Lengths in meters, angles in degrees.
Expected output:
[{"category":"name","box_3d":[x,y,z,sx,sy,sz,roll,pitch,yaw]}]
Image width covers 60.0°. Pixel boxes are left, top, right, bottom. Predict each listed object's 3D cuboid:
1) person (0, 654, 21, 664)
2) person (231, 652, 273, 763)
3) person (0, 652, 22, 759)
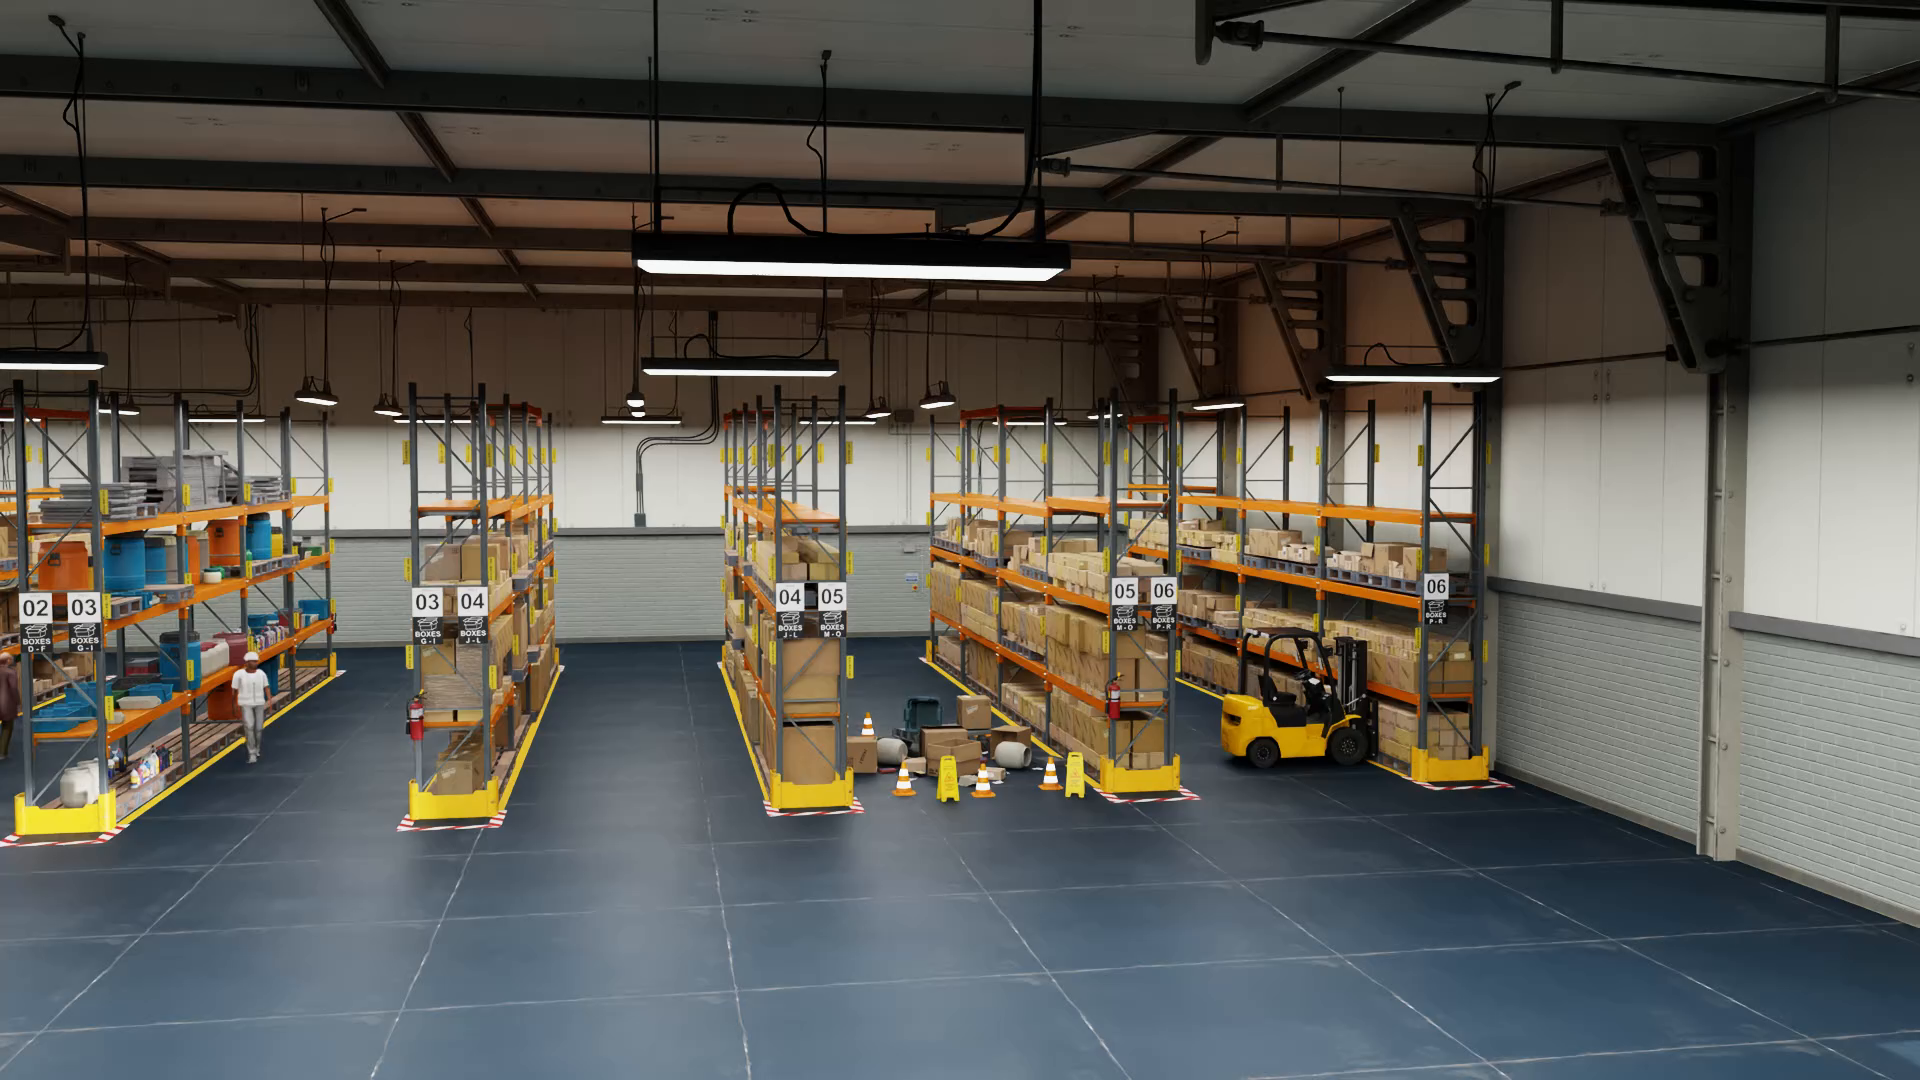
[{"category":"person","box_3d":[-21.208,2.250,37.229,0.684,1.726,0.845,2,4,40]},{"category":"person","box_3d":[-11.600,2.746,27.372,0.602,1.763,0.746,-3,4,-44]},{"category":"person","box_3d":[-15.816,2.740,27.364,0.613,1.755,0.748,-1,3,-11]}]
